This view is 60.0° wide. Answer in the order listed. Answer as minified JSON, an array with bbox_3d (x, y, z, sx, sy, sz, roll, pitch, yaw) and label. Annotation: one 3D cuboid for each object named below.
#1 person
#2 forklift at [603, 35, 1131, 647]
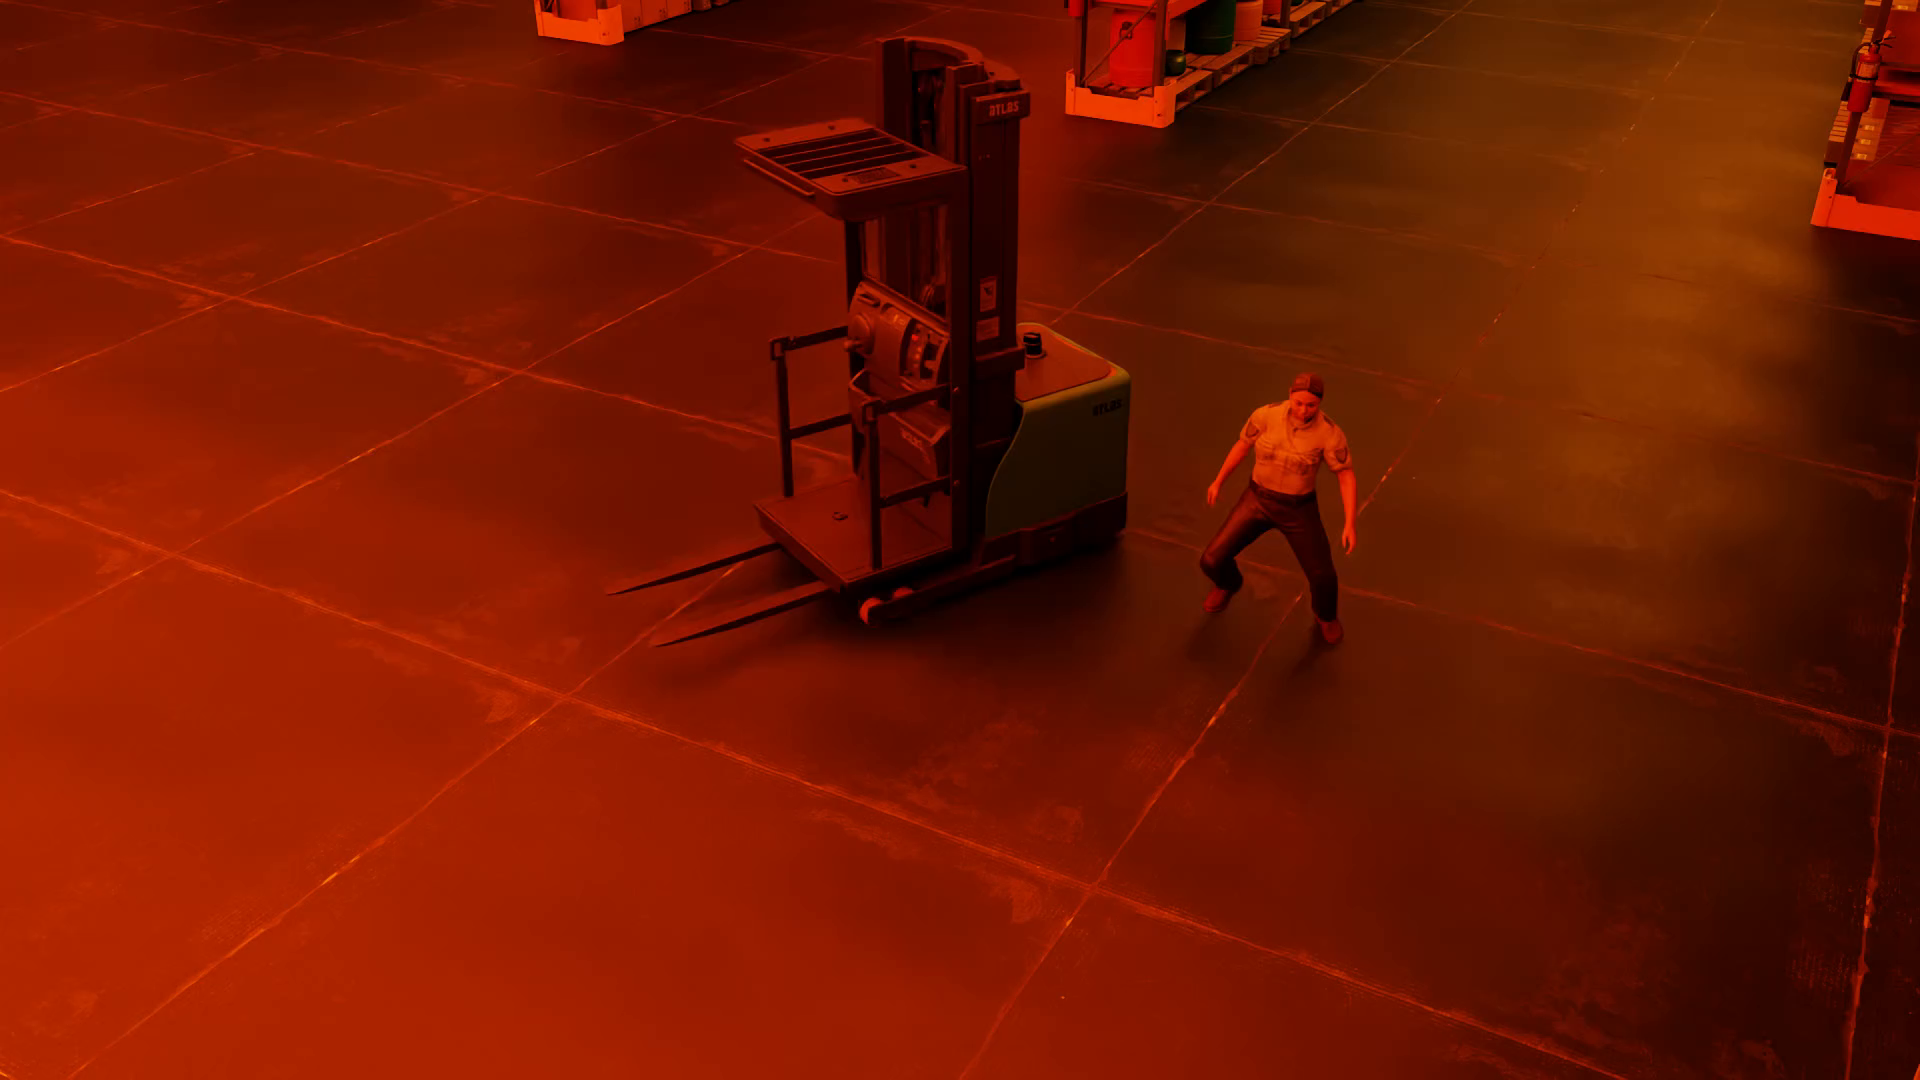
[{"bbox_3d":[1.706,-0.167,8.788,0.863,1.537,0.570,16,34,25],"label":"person"},{"bbox_3d":[-0.511,-1.086,8.953,3.031,2.935,1.130,-19,35,-29],"label":"forklift"}]
